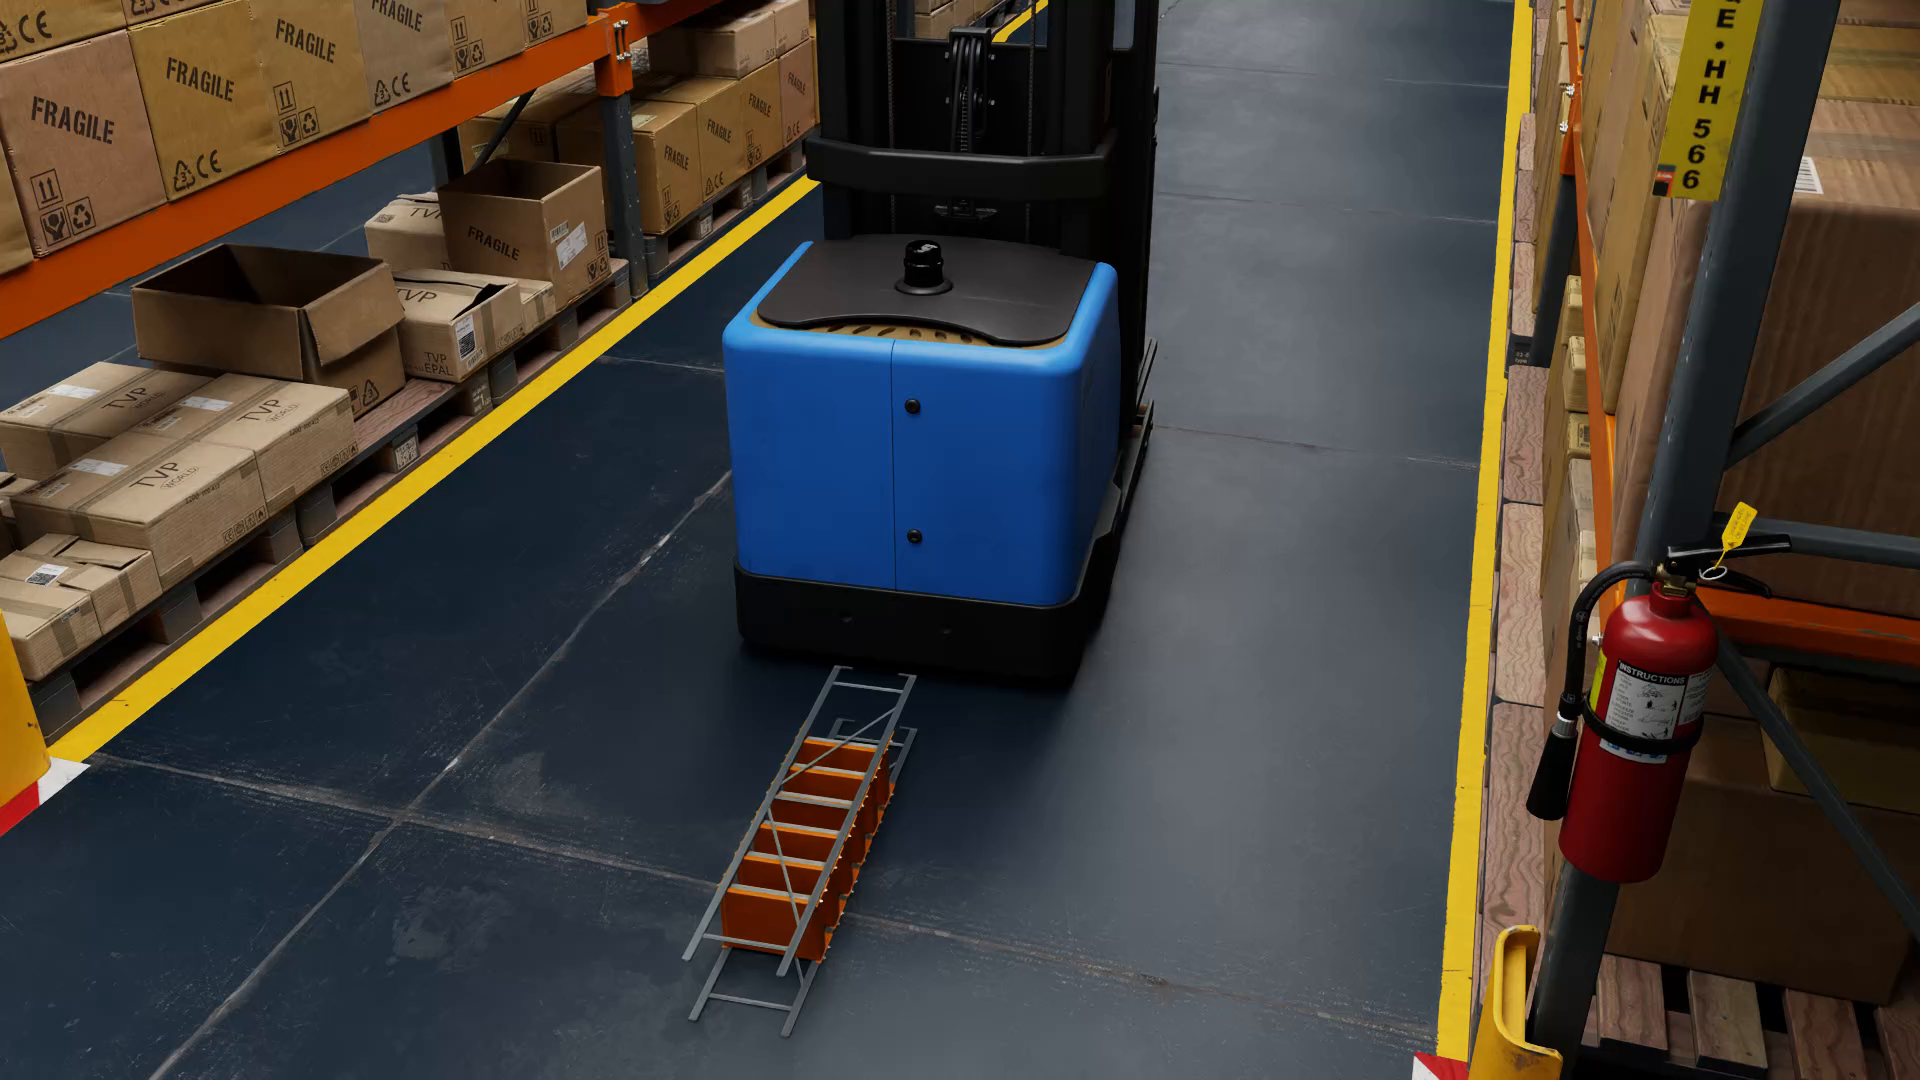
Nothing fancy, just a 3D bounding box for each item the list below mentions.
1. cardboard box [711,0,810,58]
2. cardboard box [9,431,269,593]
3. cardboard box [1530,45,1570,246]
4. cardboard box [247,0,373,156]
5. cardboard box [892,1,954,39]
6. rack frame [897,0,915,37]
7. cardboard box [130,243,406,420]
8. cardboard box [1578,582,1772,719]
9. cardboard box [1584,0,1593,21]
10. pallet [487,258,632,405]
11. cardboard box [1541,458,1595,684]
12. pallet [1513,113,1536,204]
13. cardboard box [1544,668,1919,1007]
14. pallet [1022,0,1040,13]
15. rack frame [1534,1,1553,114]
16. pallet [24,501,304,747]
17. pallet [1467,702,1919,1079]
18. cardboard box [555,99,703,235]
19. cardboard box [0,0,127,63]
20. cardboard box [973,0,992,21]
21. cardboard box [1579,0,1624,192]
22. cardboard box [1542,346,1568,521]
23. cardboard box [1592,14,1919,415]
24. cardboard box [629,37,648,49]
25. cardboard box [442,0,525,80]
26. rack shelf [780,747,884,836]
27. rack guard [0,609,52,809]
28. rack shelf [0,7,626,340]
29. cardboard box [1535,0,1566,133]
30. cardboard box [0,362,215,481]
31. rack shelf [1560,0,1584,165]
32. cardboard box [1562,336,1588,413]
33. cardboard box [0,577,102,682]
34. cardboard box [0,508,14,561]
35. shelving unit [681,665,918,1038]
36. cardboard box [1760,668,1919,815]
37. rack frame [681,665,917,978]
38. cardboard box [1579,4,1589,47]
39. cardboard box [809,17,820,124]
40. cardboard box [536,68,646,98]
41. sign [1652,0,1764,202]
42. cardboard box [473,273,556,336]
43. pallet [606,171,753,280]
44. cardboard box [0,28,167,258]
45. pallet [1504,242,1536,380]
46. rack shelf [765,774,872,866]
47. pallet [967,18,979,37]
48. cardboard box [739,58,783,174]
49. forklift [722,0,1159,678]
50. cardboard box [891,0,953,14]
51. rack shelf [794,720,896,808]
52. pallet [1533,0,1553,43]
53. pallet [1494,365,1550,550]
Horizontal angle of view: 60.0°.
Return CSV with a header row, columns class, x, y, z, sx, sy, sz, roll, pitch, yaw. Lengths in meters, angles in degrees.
class,x,y,z,sx,sy,sz,roll,pitch,yaw
cardboard box,-1.149,-2.837,9.112,0.500,0.250,0.500,8,30,14
cardboard box,-2.560,-0.098,5.217,0.500,0.250,0.500,8,30,15
cardboard box,3.097,-1.795,7.670,0.750,0.750,0.750,9,30,16
cardboard box,-2.311,-1.581,5.403,0.500,0.500,0.500,9,30,16
cardboard box,-0.355,-3.564,11.468,0.500,0.250,0.500,8,30,15
rack frame,-0.790,-4.381,10.539,1.000,3.000,0.127,8,30,15
cardboard box,-2.510,-0.749,6.127,0.797,0.503,0.637,8,30,15
cardboard box,1.572,0.242,3.701,0.380,0.149,0.250,8,30,14
cardboard box,2.667,-2.250,6.279,0.500,0.500,0.500,8,30,14
pallet,-2.166,-0.984,7.302,1.003,0.211,1.213,8,30,15
cardboard box,2.002,0.145,4.543,0.700,0.500,0.500,8,30,13
pallet,3.643,-2.101,9.310,1.003,0.211,1.213,8,30,15
cardboard box,1.709,0.612,3.704,0.700,0.500,0.500,8,30,15
pallet,0.205,-4.673,13.933,1.003,0.211,1.213,8,30,15
rack frame,3.947,-3.676,9.272,1.000,3.000,0.127,8,30,15
pallet,-2.882,0.150,5.264,1.003,0.211,1.213,8,30,15
pallet,1.759,0.878,3.954,1.003,0.211,1.213,8,30,15
cardboard box,-1.589,-1.812,8.040,0.500,0.500,0.500,7,30,13
cardboard box,-2.609,-1.556,4.330,0.500,0.500,0.500,9,30,15
cardboard box,-0.062,-4.040,12.324,0.500,0.250,0.500,8,30,14
cardboard box,2.378,-1.360,4.800,0.980,0.700,0.700,8,30,14
cardboard box,2.305,-0.342,5.418,0.700,0.500,0.500,8,30,14
cardboard box,1.942,-0.667,3.555,0.980,0.700,0.700,8,30,14
cardboard box,-1.645,-2.590,9.439,0.500,0.500,0.500,7,30,13
cardboard box,-2.015,-2.057,6.259,0.500,0.500,0.500,9,30,16
rack shelf,-0.333,0.658,4.364,0.258,0.180,0.103,6,30,11
rack guard,-3.116,0.394,4.527,1.175,0.500,0.348,8,30,15
rack shelf,-2.551,-1.278,5.702,1.077,0.370,4.000,8,30,15
cardboard box,3.606,-2.597,9.111,0.750,0.750,0.750,8,30,14
cardboard box,-2.906,-0.379,5.721,0.500,0.250,0.500,8,30,15
rack shelf,3.360,-2.432,7.776,1.077,0.370,4.000,8,30,15
cardboard box,2.027,-0.483,5.004,0.380,0.149,0.250,8,30,13
cardboard box,-2.686,0.245,4.704,0.380,0.149,0.250,8,30,15
cardboard box,-3.214,-0.051,4.874,0.500,0.500,0.500,8,30,15
shelving unit,-0.369,0.737,4.224,0.258,0.189,1.200,6,30,11
cardboard box,1.863,0.415,3.391,0.380,0.149,0.250,9,30,15
rack frame,-0.369,0.657,4.179,0.240,0.006,1.200,6,30,11
cardboard box,2.653,-2.034,6.558,0.380,0.149,0.250,9,30,16
cardboard box,-0.992,-2.772,9.766,0.500,0.500,0.500,7,30,13
cardboard box,-1.940,-2.120,8.595,0.500,0.500,0.500,9,30,15
sign,1.084,-0.651,2.400,0.100,0.325,0.005,8,30,15
cardboard box,-1.913,-0.980,6.906,0.380,0.149,0.250,8,30,15
pallet,-1.761,-1.687,8.565,1.003,0.211,1.213,8,30,15
cardboard box,-2.609,-1.116,4.567,0.500,0.500,0.500,8,30,14
pallet,2.927,-0.967,7.272,1.003,0.211,1.213,8,30,15
rack shelf,-0.360,0.716,4.262,0.258,0.180,0.103,6,30,11
pallet,-0.511,-3.539,11.895,1.003,0.211,1.213,8,30,15
cardboard box,-1.289,-2.292,8.904,0.500,0.500,0.500,9,30,15
forklift,0.132,-1.577,5.569,1.130,2.935,3.031,6,30,11
cardboard box,-0.355,-3.809,11.331,0.500,0.311,0.500,10,30,17
rack shelf,-0.307,0.601,4.465,0.258,0.180,0.103,6,30,11
pallet,4.894,-3.954,12.640,1.003,0.211,1.213,8,30,15
pallet,2.475,-0.256,5.993,1.003,0.211,1.213,8,30,15
